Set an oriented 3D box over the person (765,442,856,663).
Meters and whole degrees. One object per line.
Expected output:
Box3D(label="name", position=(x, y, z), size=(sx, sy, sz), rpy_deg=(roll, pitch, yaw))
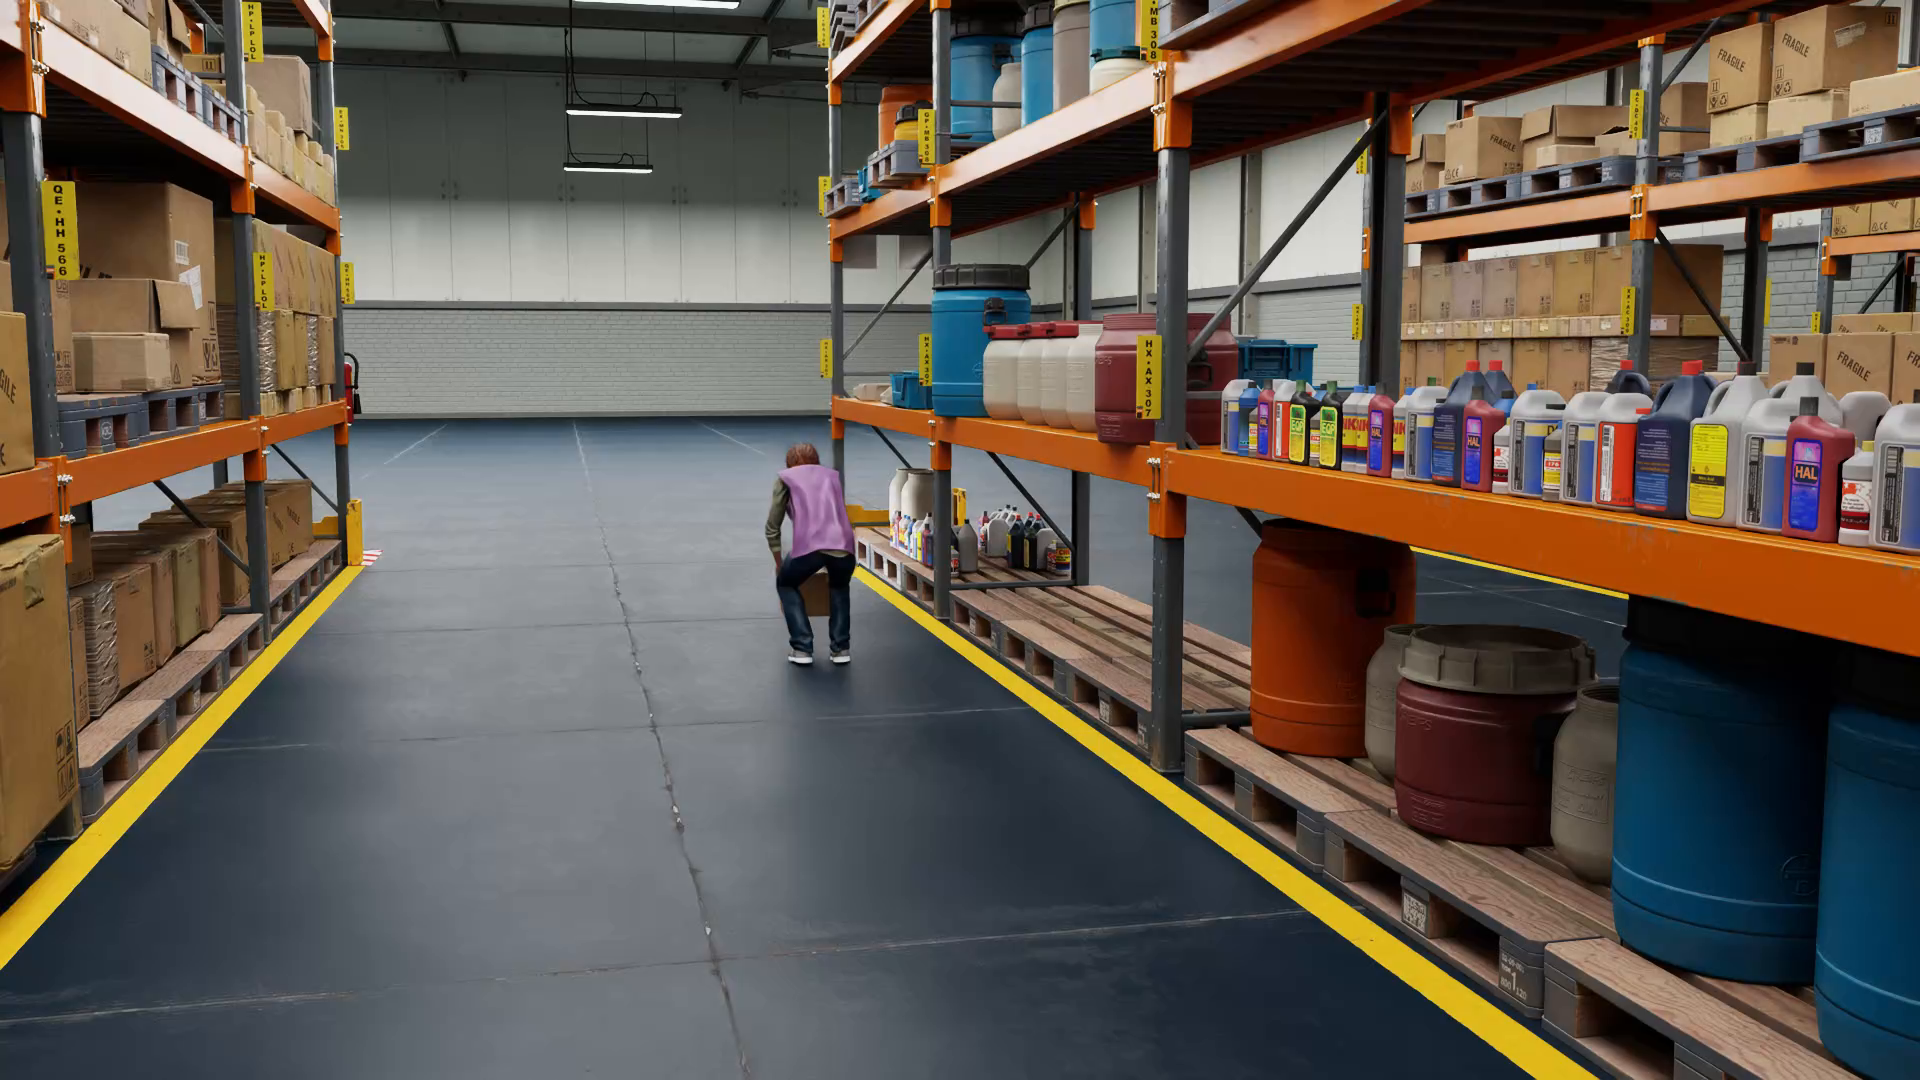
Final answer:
Box3D(label="person", position=(-0.812, 0.083, 9.062), size=(0.464, 1.175, 0.710), rpy_deg=(-2, 7, -14))
